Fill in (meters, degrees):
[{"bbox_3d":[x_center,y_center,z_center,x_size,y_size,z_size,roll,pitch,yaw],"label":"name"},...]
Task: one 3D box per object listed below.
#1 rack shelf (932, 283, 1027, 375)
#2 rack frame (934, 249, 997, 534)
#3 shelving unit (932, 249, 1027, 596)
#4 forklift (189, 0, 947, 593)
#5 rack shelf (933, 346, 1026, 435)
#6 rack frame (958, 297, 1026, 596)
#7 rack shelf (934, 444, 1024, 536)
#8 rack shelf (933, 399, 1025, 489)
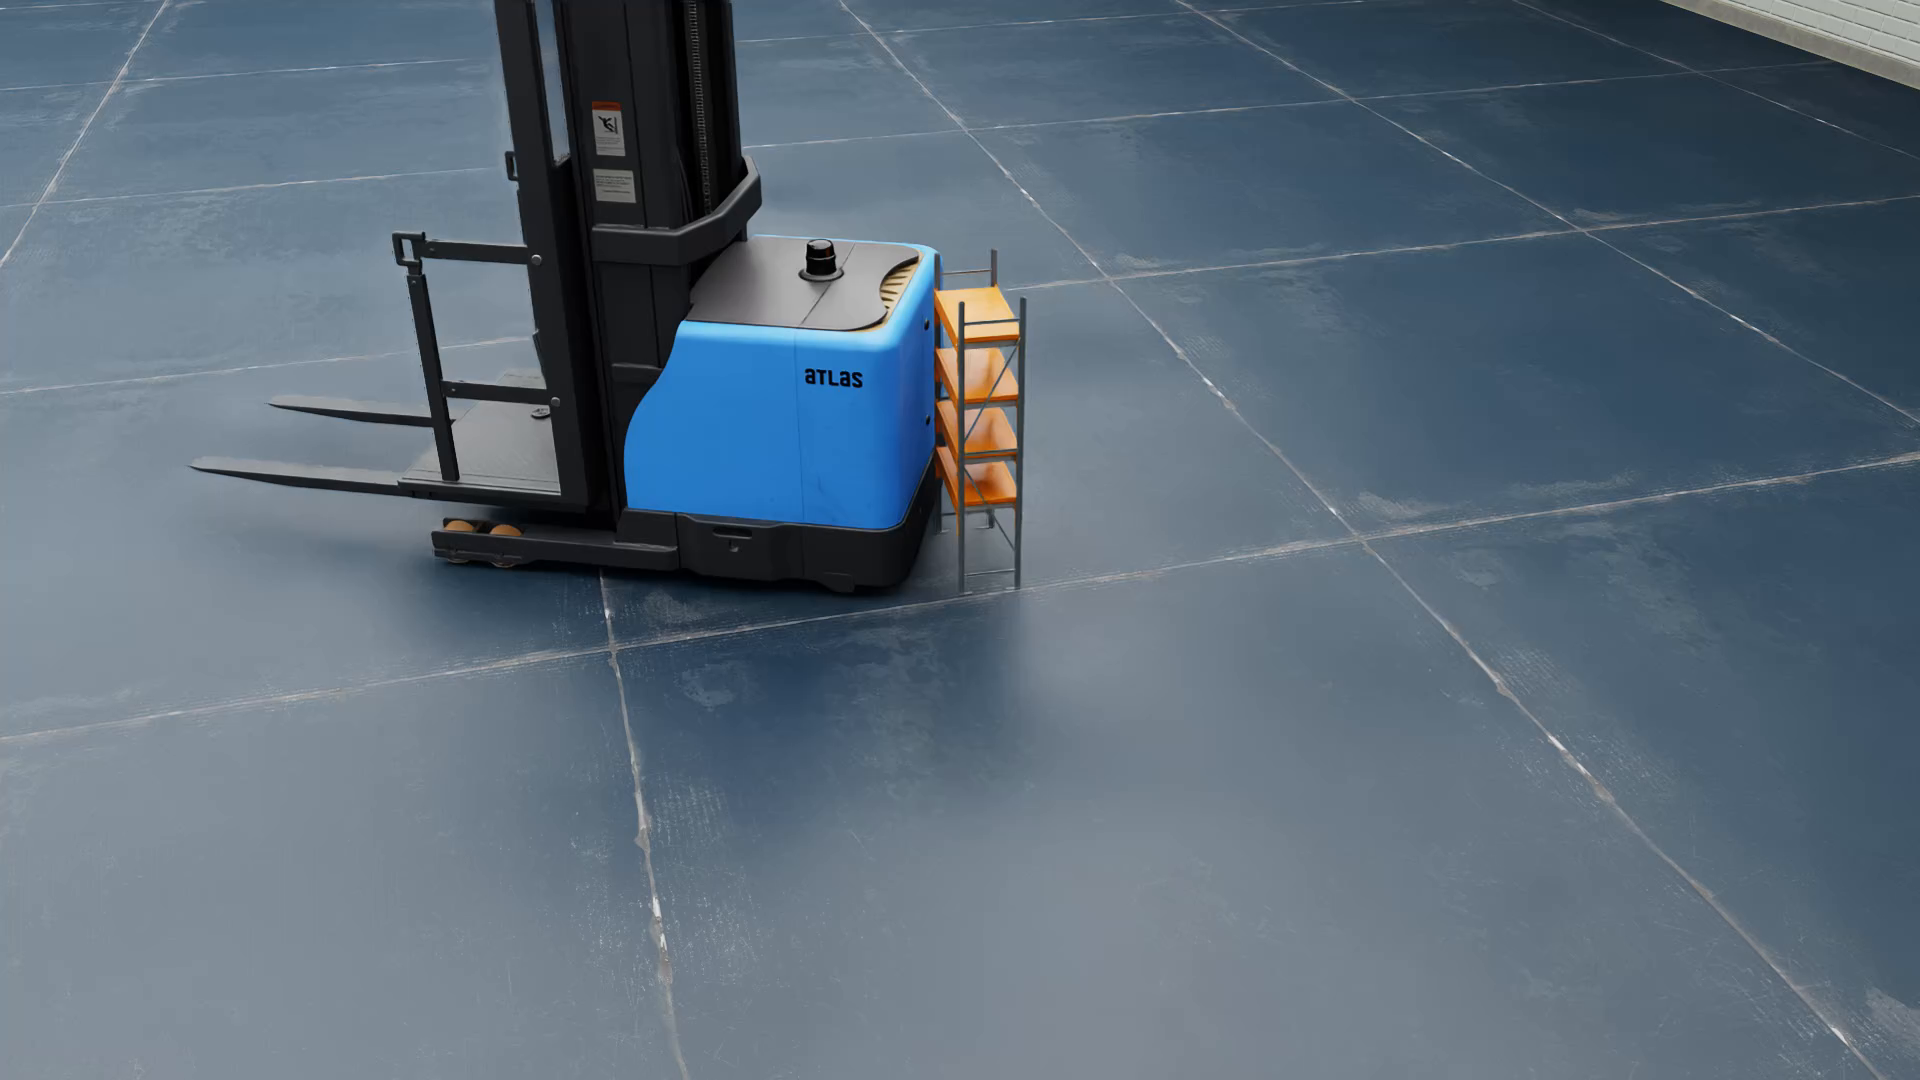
[{"bbox_3d":[0.067,-0.779,6.115,0.258,0.148,0.480,-5,31,-9],"label":"rack shelf"},{"bbox_3d":[0.021,-0.559,6.519,0.240,1.200,0.015,-5,31,-9],"label":"rack frame"},{"bbox_3d":[0.067,-0.439,6.311,0.258,1.200,0.503,-5,31,-9],"label":"shelving unit"},{"bbox_3d":[-1.622,-1.413,6.265,3.031,2.935,1.130,5,30,9],"label":"forklift"},{"bbox_3d":[0.067,-0.575,6.233,0.258,0.148,0.480,-5,31,-9],"label":"rack shelf"},{"bbox_3d":[0.113,-0.319,6.104,0.240,1.200,0.015,-5,31,-9],"label":"rack frame"},{"bbox_3d":[0.067,-0.209,6.445,0.258,0.148,0.480,-5,31,-9],"label":"rack shelf"},{"bbox_3d":[0.067,-0.381,6.345,0.258,0.148,0.480,-5,31,-9],"label":"rack shelf"}]
